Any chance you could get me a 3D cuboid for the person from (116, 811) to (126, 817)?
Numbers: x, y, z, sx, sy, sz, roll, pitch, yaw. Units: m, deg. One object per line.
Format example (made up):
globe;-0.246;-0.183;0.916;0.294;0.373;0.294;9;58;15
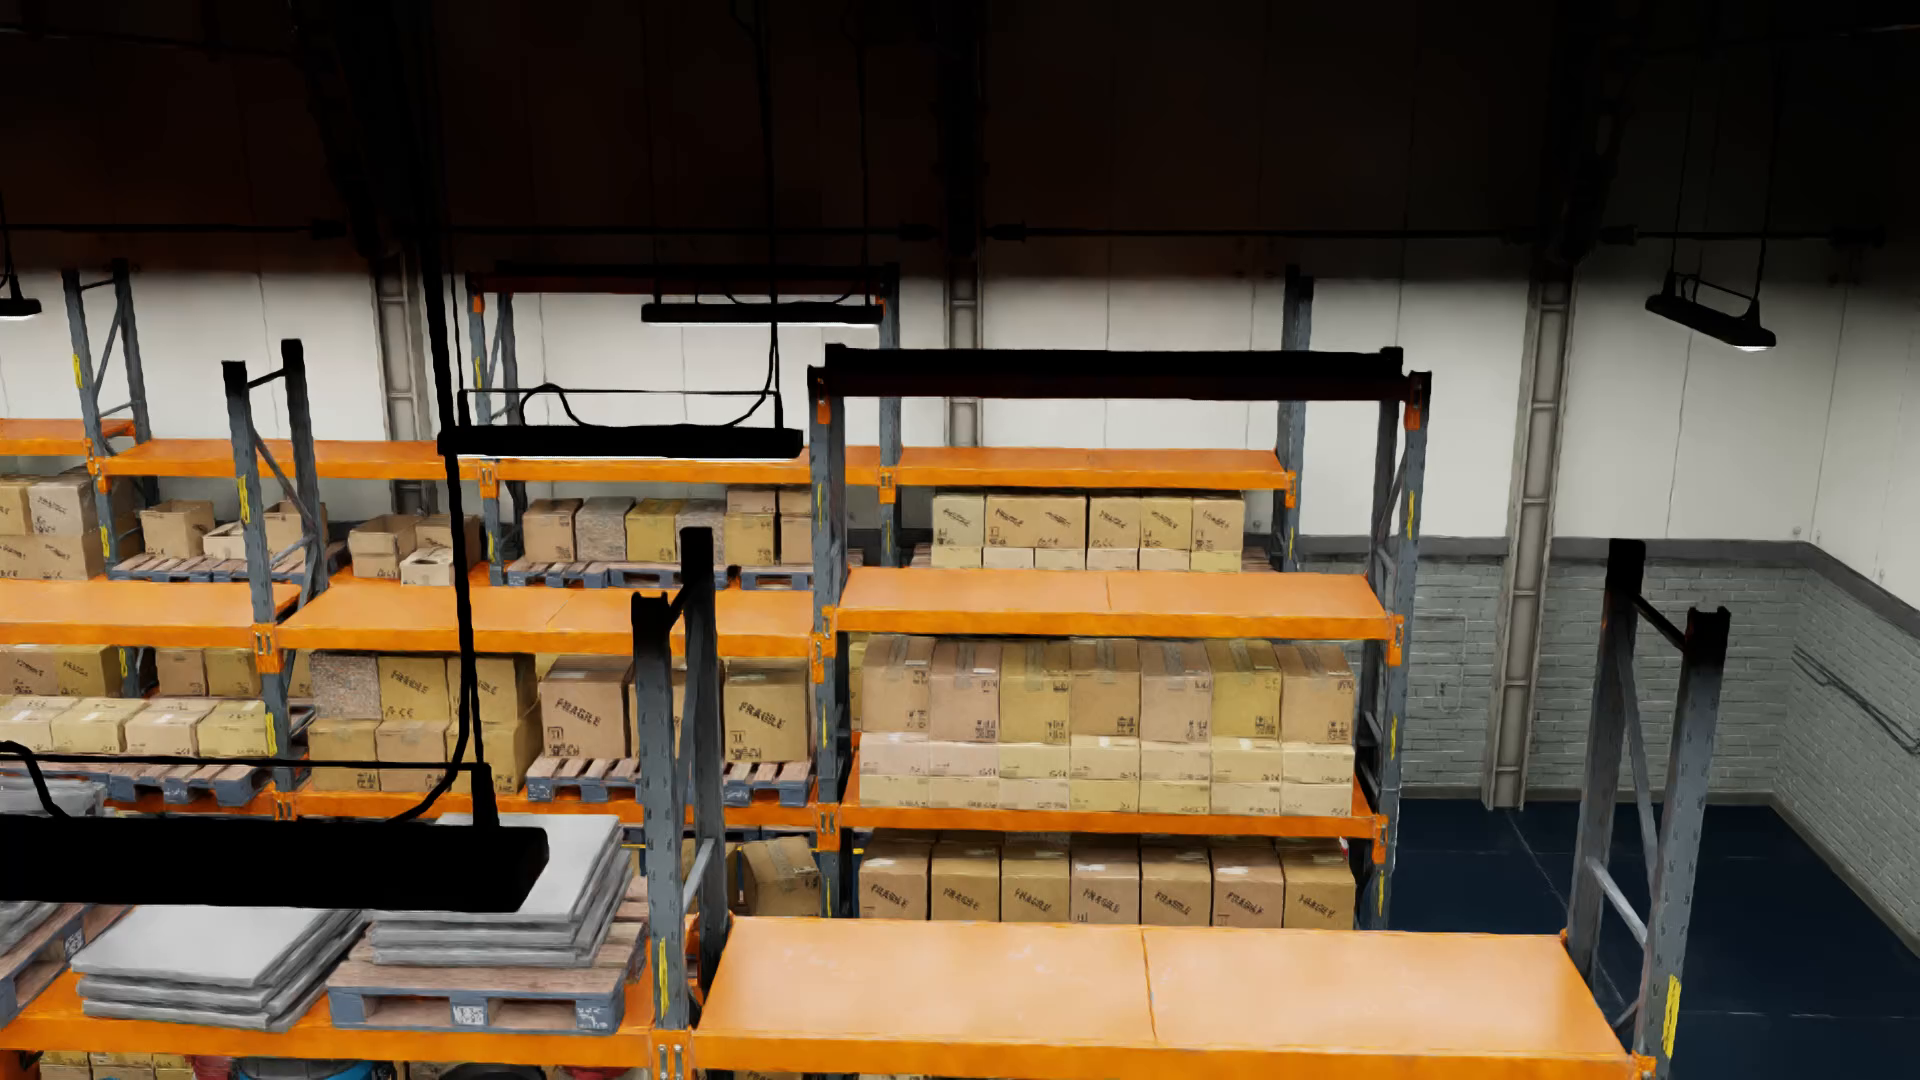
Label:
person;-7.817;3.029;15.351;0.507;1.592;0.598;0;16;0
